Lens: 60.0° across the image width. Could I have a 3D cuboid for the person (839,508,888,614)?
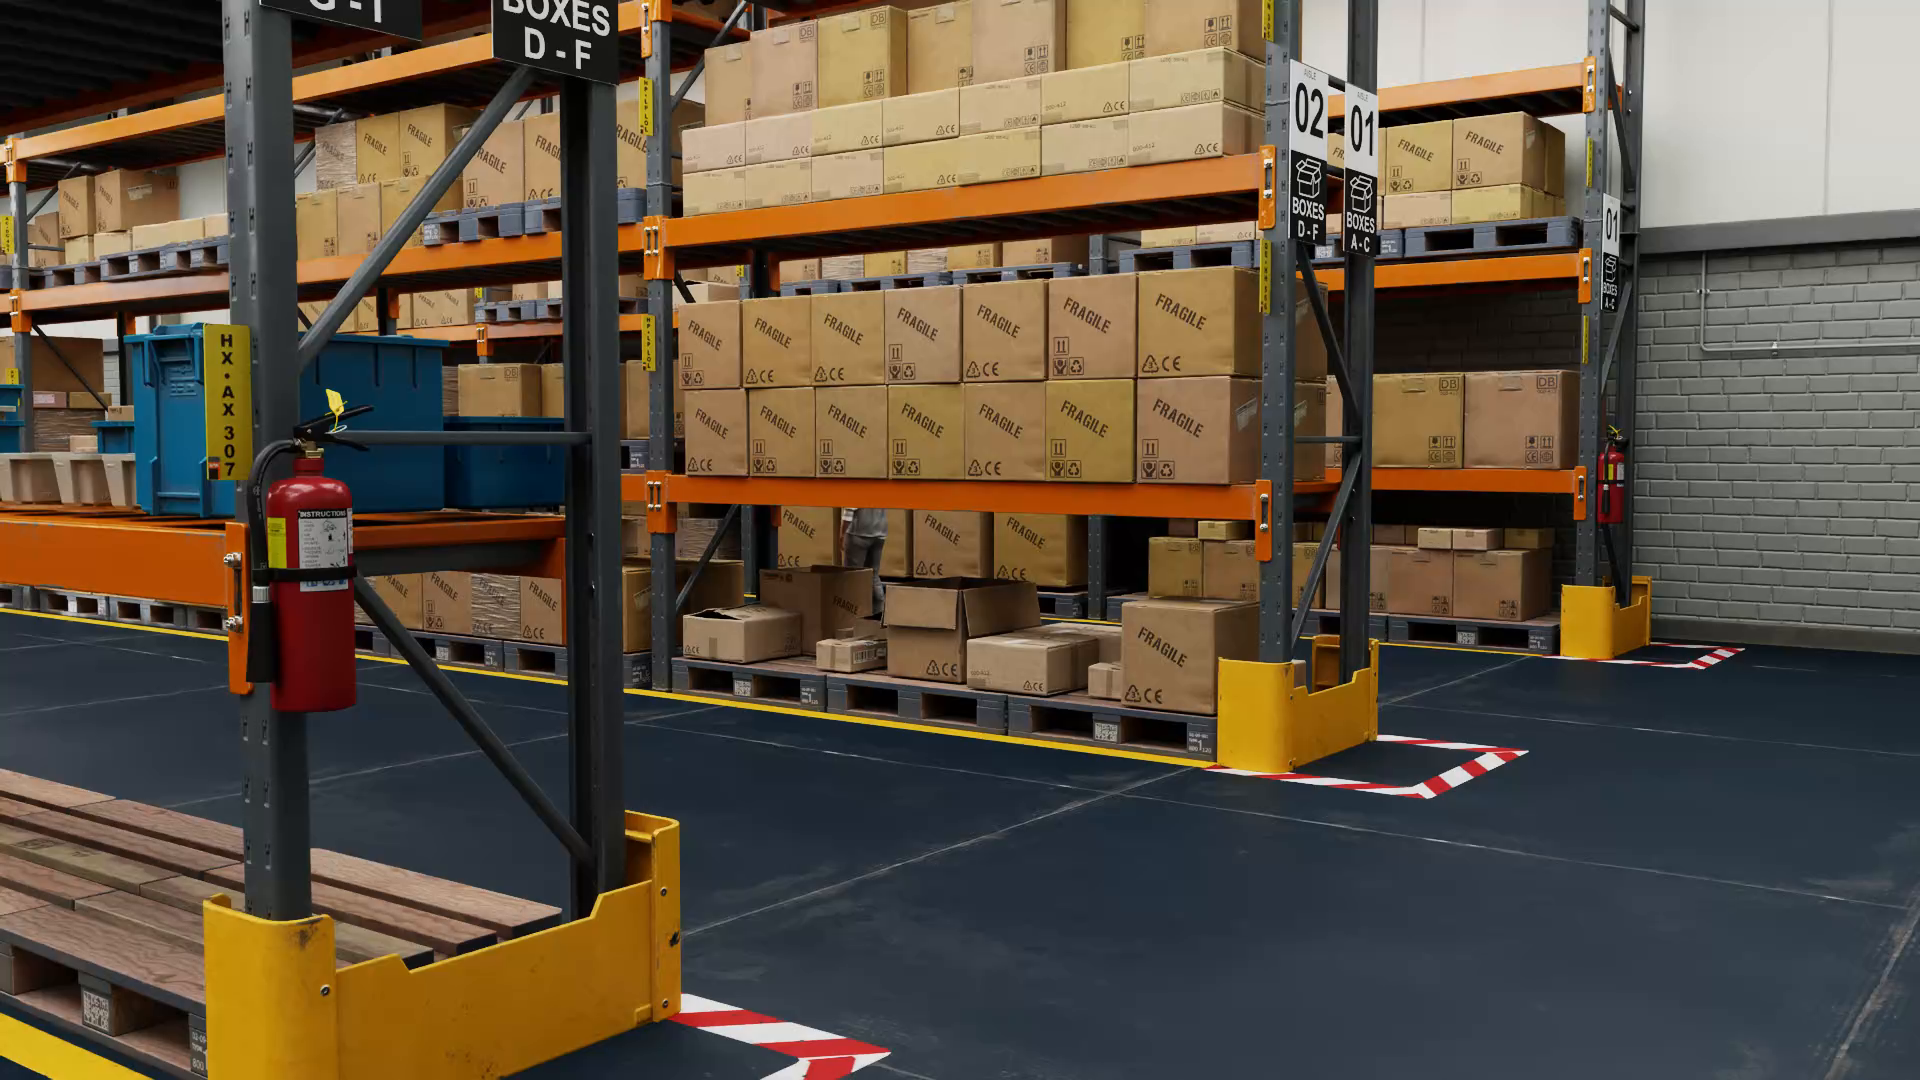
[{"bbox_3d":[-0.729,-0.037,12.522,0.345,1.593,0.479,2,4,34],"label":"person"}]
